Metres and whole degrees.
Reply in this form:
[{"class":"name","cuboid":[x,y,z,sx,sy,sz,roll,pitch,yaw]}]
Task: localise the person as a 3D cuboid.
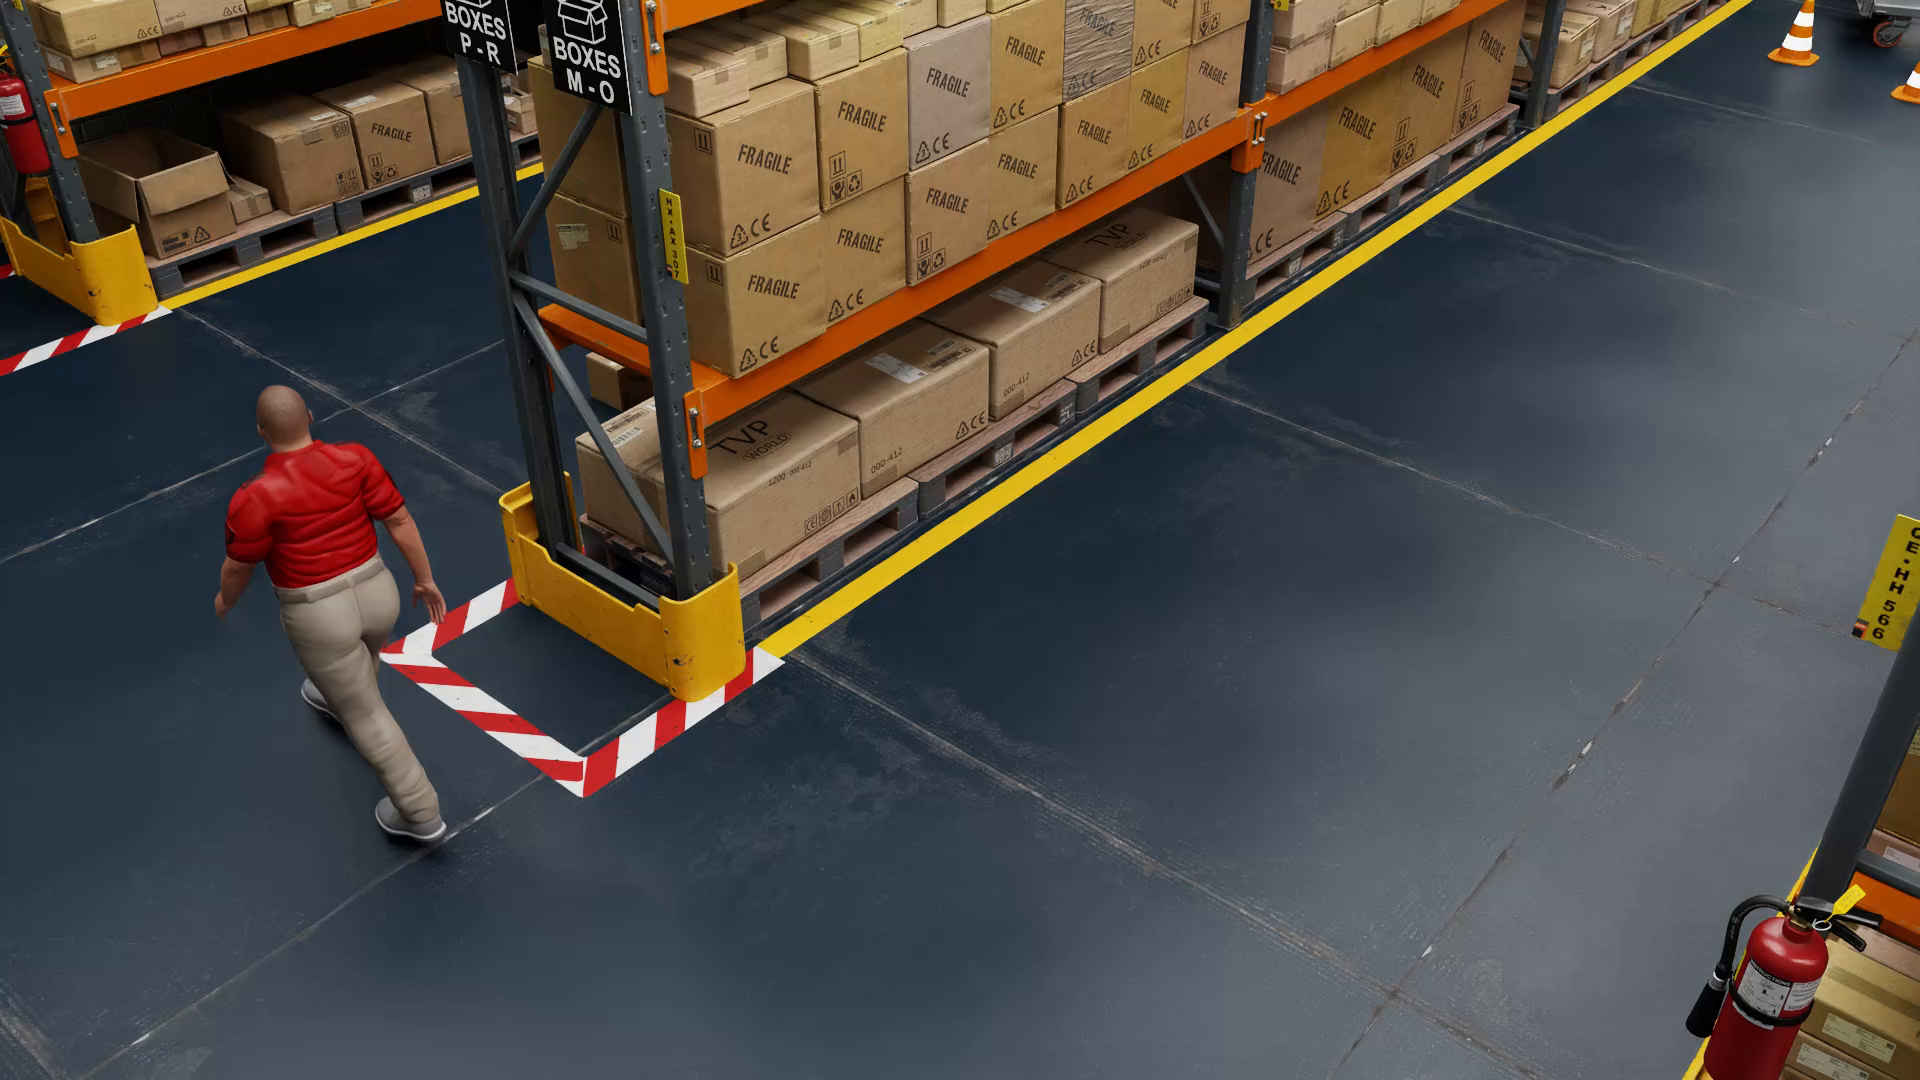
[{"class":"person","cuboid":[-2.238,0.186,5.876,1.118,1.647,0.606,25,42,31]}]
